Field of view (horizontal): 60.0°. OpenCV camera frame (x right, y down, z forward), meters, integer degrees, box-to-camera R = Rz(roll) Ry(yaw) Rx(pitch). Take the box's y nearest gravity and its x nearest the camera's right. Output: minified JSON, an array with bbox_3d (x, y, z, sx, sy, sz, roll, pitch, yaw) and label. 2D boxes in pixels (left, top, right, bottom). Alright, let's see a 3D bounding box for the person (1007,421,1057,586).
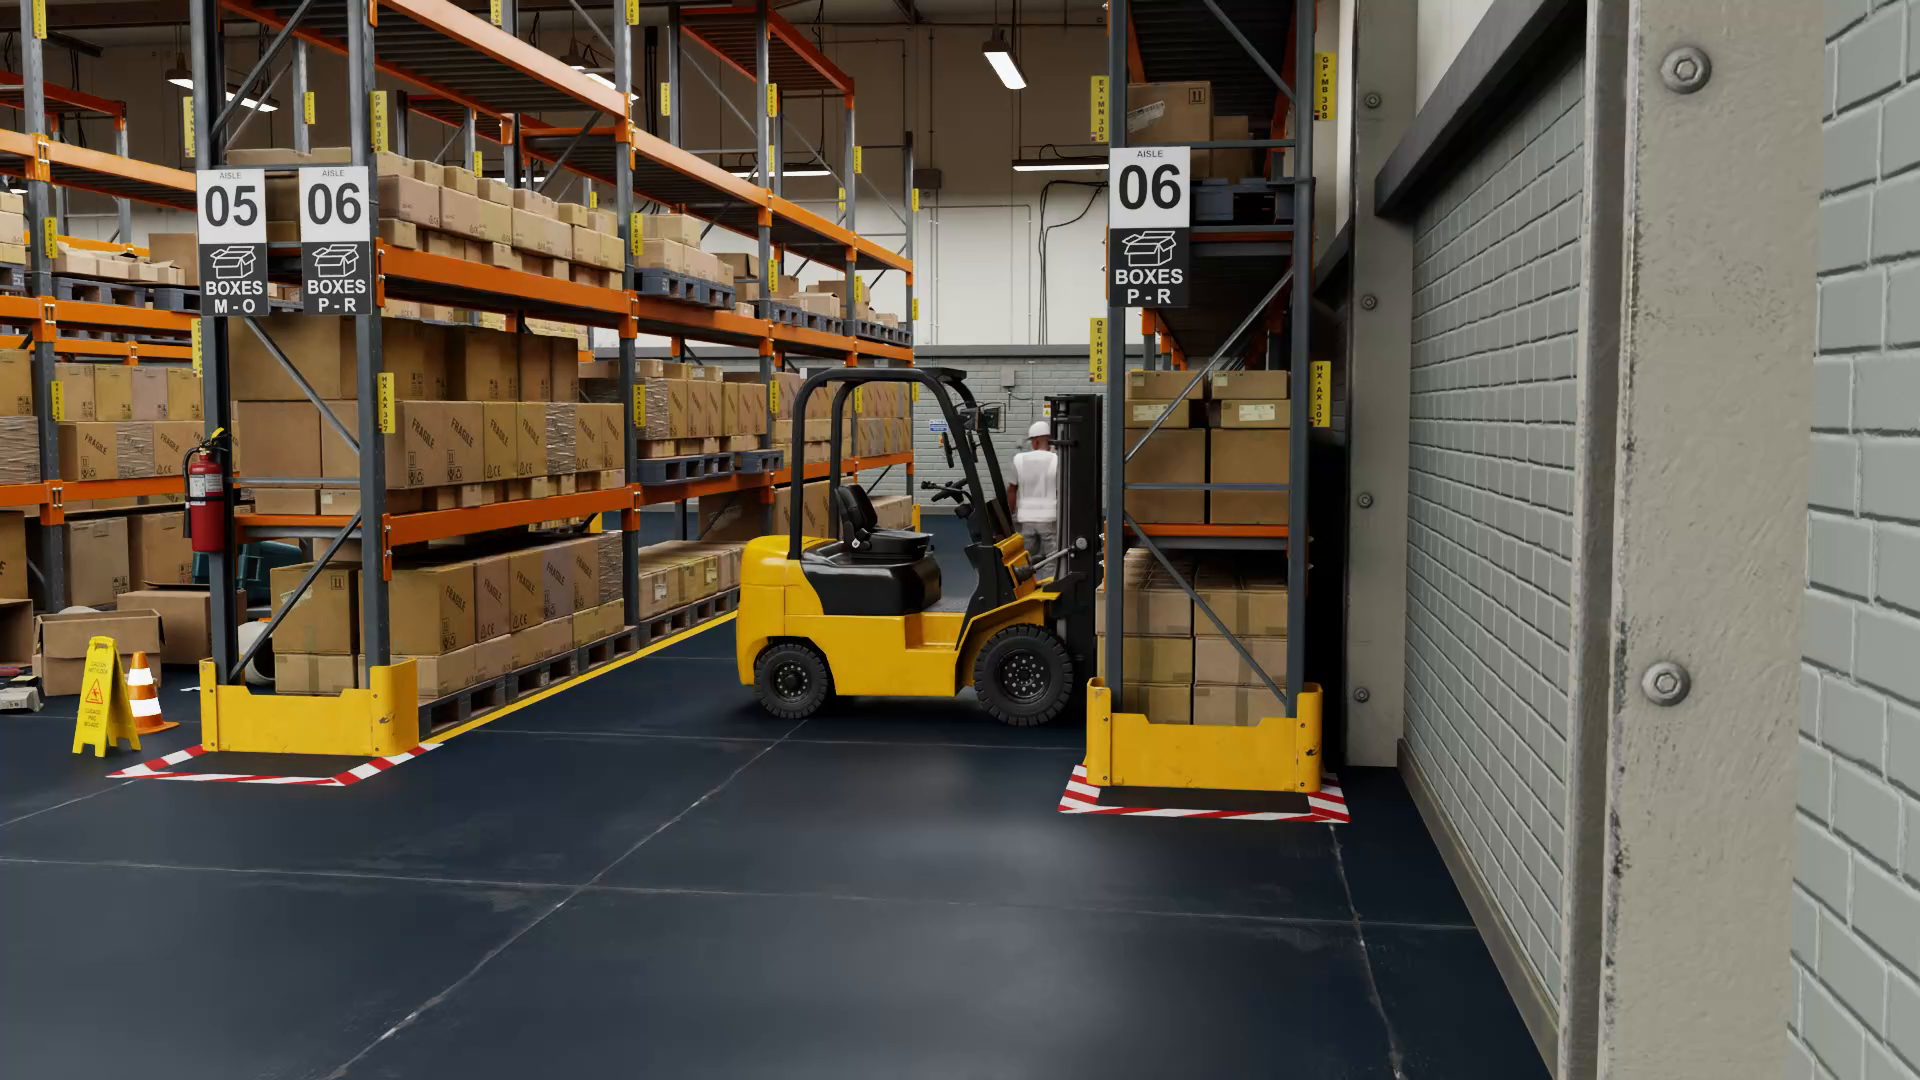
[{"bbox_3d":[0.734,-0.156,14.669,0.621,1.780,0.481,3,5,31],"label":"person"}]
